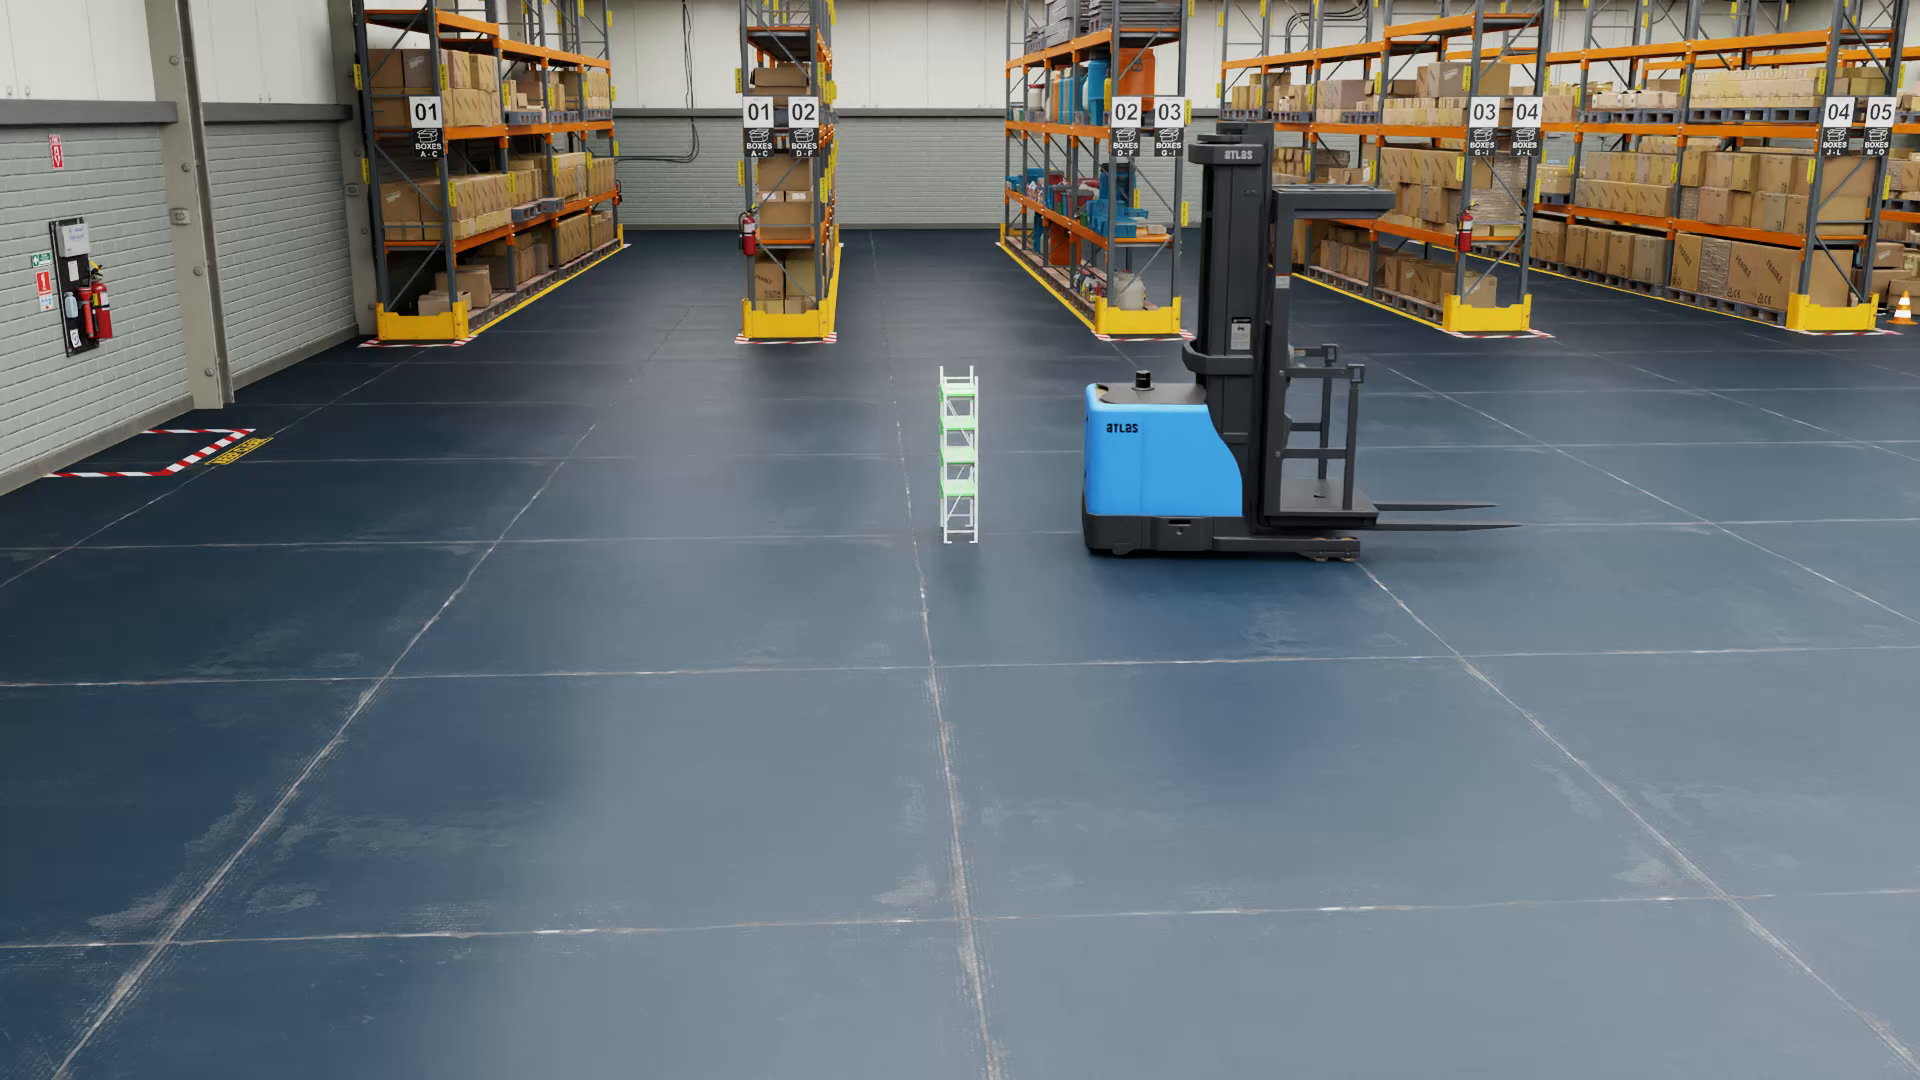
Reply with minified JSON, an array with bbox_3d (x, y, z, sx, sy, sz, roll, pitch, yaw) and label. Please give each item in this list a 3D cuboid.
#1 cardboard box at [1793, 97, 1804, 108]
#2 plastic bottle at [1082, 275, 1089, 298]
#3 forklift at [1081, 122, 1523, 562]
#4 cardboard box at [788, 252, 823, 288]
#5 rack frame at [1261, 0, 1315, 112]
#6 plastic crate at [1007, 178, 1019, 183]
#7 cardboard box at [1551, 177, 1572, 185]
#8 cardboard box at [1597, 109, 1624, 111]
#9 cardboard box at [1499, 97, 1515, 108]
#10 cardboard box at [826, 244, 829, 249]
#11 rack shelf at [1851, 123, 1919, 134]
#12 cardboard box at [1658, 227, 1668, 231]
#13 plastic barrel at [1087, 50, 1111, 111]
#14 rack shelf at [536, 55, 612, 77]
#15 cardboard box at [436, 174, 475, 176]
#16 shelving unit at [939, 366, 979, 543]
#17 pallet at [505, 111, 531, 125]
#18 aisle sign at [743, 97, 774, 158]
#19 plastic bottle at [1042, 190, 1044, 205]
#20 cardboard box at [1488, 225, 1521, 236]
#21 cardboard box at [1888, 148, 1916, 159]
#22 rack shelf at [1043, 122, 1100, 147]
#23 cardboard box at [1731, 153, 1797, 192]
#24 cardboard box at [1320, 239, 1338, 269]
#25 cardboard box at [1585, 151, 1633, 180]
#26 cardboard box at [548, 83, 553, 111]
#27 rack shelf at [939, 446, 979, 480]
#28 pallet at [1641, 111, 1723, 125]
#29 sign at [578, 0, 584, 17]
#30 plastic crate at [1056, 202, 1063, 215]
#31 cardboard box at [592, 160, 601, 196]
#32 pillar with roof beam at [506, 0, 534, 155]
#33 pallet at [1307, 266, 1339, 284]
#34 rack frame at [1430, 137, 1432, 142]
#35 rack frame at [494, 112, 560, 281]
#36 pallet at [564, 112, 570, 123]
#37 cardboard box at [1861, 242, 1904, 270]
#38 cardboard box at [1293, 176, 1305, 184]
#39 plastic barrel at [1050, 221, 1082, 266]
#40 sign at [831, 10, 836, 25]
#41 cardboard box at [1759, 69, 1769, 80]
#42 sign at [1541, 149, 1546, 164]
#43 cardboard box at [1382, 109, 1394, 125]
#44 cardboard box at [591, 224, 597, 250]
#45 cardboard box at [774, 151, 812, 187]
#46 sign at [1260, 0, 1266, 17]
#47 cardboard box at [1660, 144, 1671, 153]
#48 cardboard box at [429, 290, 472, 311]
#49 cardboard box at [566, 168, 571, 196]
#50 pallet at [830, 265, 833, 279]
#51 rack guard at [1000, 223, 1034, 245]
[{"bbox_3d":[12.068,-6.208,23.574,0.380,0.149,0.250,-1,14,-3],"label":"cardboard box"},{"bbox_3d":[1.968,-3.922,25.683,0.144,0.351,0.185,-1,14,-4],"label":"plastic bottle"},{"bbox_3d":[2.405,-1.404,11.601,3.031,2.935,1.130,1,14,2],"label":"forklift"},{"bbox_3d":[-2.304,-4.026,24.825,0.500,0.500,0.500,-1,14,-3],"label":"cardboard box"},{"bbox_3d":[6.742,-10.323,34.088,1.000,3.000,0.127,-1,14,-3],"label":"rack frame"},{"bbox_3d":[1.278,-8.054,37.524,0.416,0.233,0.300,-1,14,-3],"label":"plastic crate"},{"bbox_3d":[11.461,-6.816,31.562,0.380,0.149,0.250,-1,14,-2],"label":"cardboard box"},{"bbox_3d":[12.177,-8.121,31.351,0.500,0.500,0.500,-1,14,-3],"label":"cardboard box"},{"bbox_3d":[7.699,-6.078,23.112,0.380,0.149,0.250,-1,14,-4],"label":"cardboard box"},{"bbox_3d":[-2.552,-5.033,29.118,0.500,0.311,0.500,-1,14,-4],"label":"cardboard box"},{"bbox_3d":[17.005,-7.183,29.347,1.077,0.370,4.000,-1,14,-3],"label":"rack shelf"},{"bbox_3d":[16.591,-7.138,38.048,0.875,0.438,0.875,0,14,-2],"label":"cardboard box"},{"bbox_3d":[2.249,-7.001,25.349,0.600,0.901,0.708,-1,14,-3],"label":"plastic barrel"},{"bbox_3d":[-8.213,-10.049,35.269,1.077,0.370,4.000,-1,14,-3],"label":"rack shelf"},{"bbox_3d":[-7.773,-5.379,25.667,0.500,0.500,0.500,-1,14,-5],"label":"cardboard box"},{"bbox_3d":[-0.010,-0.622,12.037,0.258,1.200,0.503,-1,14,-3],"label":"shelving unit"},{"bbox_3d":[-7.526,-6.716,26.464,1.213,0.211,1.003,-1,14,-3],"label":"pallet"},{"bbox_3d":[-2.691,-5.519,22.241,0.394,0.787,0.004,-1,14,-3],"label":"aisle sign"},{"bbox_3d":[1.581,-6.441,31.275,0.061,0.283,0.133,-1,14,-3],"label":"plastic bottle"},{"bbox_3d":[7.706,-4.386,23.558,0.380,0.149,0.250,-1,14,-3],"label":"cardboard box"},{"bbox_3d":[21.192,-8.588,37.582,0.500,0.500,0.500,-1,14,-2],"label":"cardboard box"},{"bbox_3d":[2.170,-6.953,28.455,1.077,0.370,4.000,-1,14,-3],"label":"rack shelf"},{"bbox_3d":[12.270,-5.580,25.224,0.875,0.550,0.500,-1,14,-3],"label":"cardboard box"},{"bbox_3d":[7.051,-5.259,30.580,0.700,0.500,0.500,-2,15,-6],"label":"cardboard box"},{"bbox_3d":[11.964,-6.895,30.598,0.700,0.500,0.500,-1,14,-4],"label":"cardboard box"},{"bbox_3d":[-8.036,-8.296,31.147,0.700,0.500,0.500,0,14,-1],"label":"cardboard box"},{"bbox_3d":[-0.010,-0.560,12.053,0.258,0.148,0.480,-1,14,-3],"label":"rack shelf"},{"bbox_3d":[12.088,-7.067,27.836,0.805,0.209,1.217,-1,15,-6],"label":"pallet"},{"bbox_3d":[-7.549,-10.596,33.115,0.100,0.325,0.005,-1,14,-3],"label":"sign"},{"bbox_3d":[1.905,-5.678,28.499,0.450,0.188,0.662,-1,14,-3],"label":"plastic crate"},{"bbox_3d":[-8.147,-7.650,35.138,0.980,0.700,0.700,-1,14,-5],"label":"cardboard box"},{"bbox_3d":[-4.699,-10.321,34.080,9.100,9.000,0.400,-1,14,-3],"label":"pillar with roof beam"},{"bbox_3d":[7.037,-4.878,30.562,1.003,0.211,1.213,-1,14,-3],"label":"pallet"},{"bbox_3d":[11.451,-8.464,38.902,1.000,3.000,0.127,-1,14,-3],"label":"rack frame"},{"bbox_3d":[-7.842,-6.193,30.078,1.000,3.000,0.127,-1,14,-3],"label":"rack frame"},{"bbox_3d":[-8.007,-7.992,31.428,1.003,0.211,1.213,0,14,-1],"label":"pallet"},{"bbox_3d":[15.354,-4.702,27.779,0.500,0.500,0.500,-1,14,-3],"label":"cardboard box"},{"bbox_3d":[6.687,-6.714,31.901,0.500,0.500,0.500,-1,14,-4],"label":"cardboard box"},{"bbox_3d":[1.999,-5.620,31.362,0.600,0.830,0.708,-1,14,-3],"label":"plastic barrel"},{"bbox_3d":[-2.838,-11.698,37.241,0.100,0.325,0.005,-1,14,-3],"label":"sign"},{"bbox_3d":[12.004,-6.848,24.464,0.380,0.149,0.250,-1,14,-4],"label":"cardboard box"},{"bbox_3d":[12.252,-8.039,34.928,0.100,0.325,0.005,-1,14,-3],"label":"sign"},{"bbox_3d":[7.010,-6.692,26.298,0.500,0.250,0.500,-1,15,-6],"label":"cardboard box"},{"bbox_3d":[-8.033,-6.369,34.932,0.700,0.500,0.500,-1,14,-3],"label":"cardboard box"},{"bbox_3d":[-2.492,-5.343,23.970,0.700,0.500,0.500,-1,14,-3],"label":"cardboard box"},{"bbox_3d":[6.187,-10.850,33.943,0.100,0.325,0.005,-1,14,-3],"label":"sign"},{"bbox_3d":[16.209,-8.718,37.683,0.500,0.500,0.500,-1,14,-4],"label":"cardboard box"},{"bbox_3d":[-7.334,-3.430,23.851,0.500,0.311,0.500,0,14,1],"label":"cardboard box"},{"bbox_3d":[-7.669,-6.774,31.497,0.500,0.500,0.500,-1,14,-4],"label":"cardboard box"},{"bbox_3d":[-2.906,-5.107,31.450,1.003,0.211,1.213,-1,14,-3],"label":"pallet"},{"bbox_3d":[1.536,-7.131,38.739,1.175,0.500,0.348,-1,14,-3],"label":"rack guard"}]
